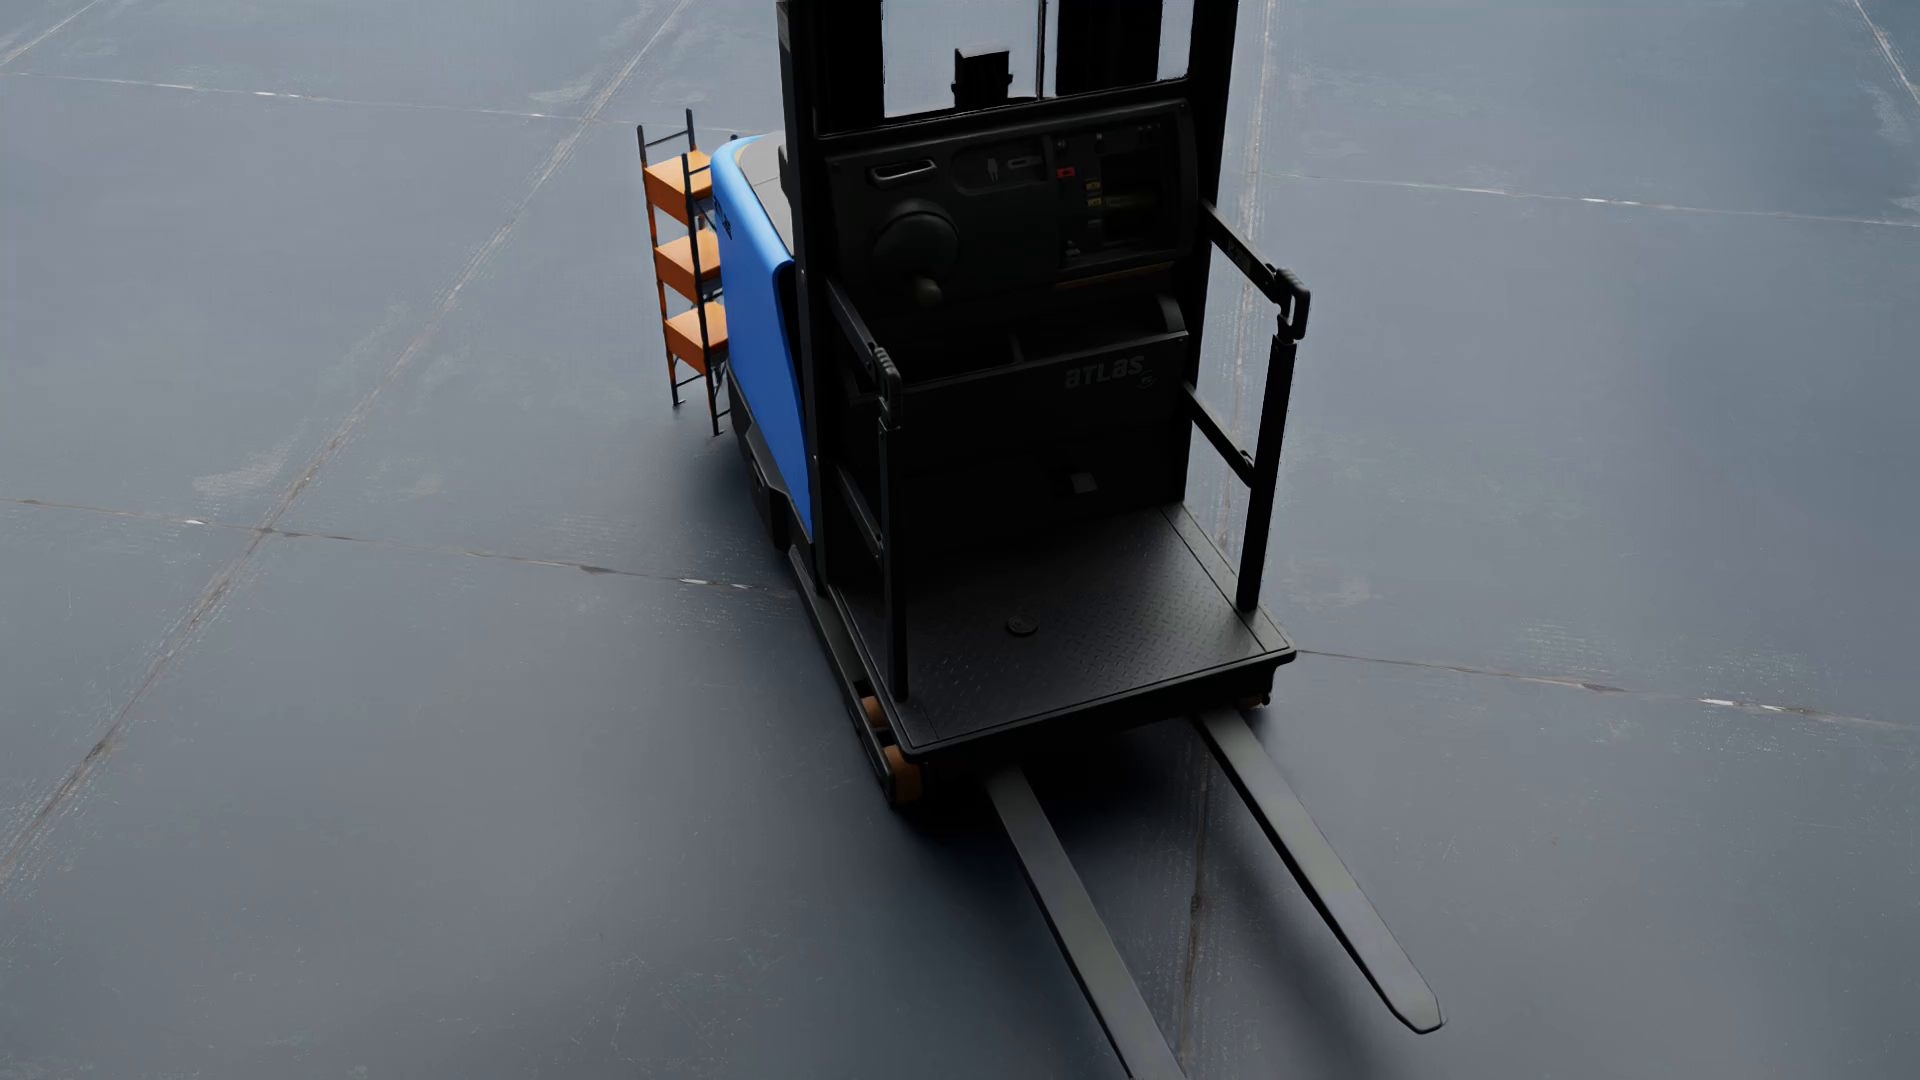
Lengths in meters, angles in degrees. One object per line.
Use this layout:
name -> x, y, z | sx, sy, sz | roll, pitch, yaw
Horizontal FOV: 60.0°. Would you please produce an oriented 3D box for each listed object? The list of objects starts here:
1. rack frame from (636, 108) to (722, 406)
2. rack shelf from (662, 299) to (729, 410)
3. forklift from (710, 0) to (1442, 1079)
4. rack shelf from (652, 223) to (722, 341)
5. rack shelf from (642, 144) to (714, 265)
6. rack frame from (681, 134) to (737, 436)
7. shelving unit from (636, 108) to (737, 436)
rack frame -> -0.926, -0.918, 5.536 | 0.200, 1.050, 0.008 | -29, 48, -31
rack shelf -> -0.845, -0.637, 5.650 | 0.215, 0.259, 0.240 | -29, 48, -31
forklift -> 0.215, -0.731, 3.834 | 1.130, 2.935, 3.031 | -13, 41, -15
rack shelf -> -0.845, -0.851, 5.473 | 0.215, 0.259, 0.240 | -29, 48, -31
rack shelf -> -0.845, -1.070, 5.292 | 0.215, 0.259, 0.240 | -29, 48, -31
rack frame -> -0.764, -0.801, 5.395 | 0.200, 1.050, 0.008 | -29, 48, -31
shelving unit -> -0.845, -0.860, 5.466 | 0.215, 1.050, 0.252 | -29, 48, -31
